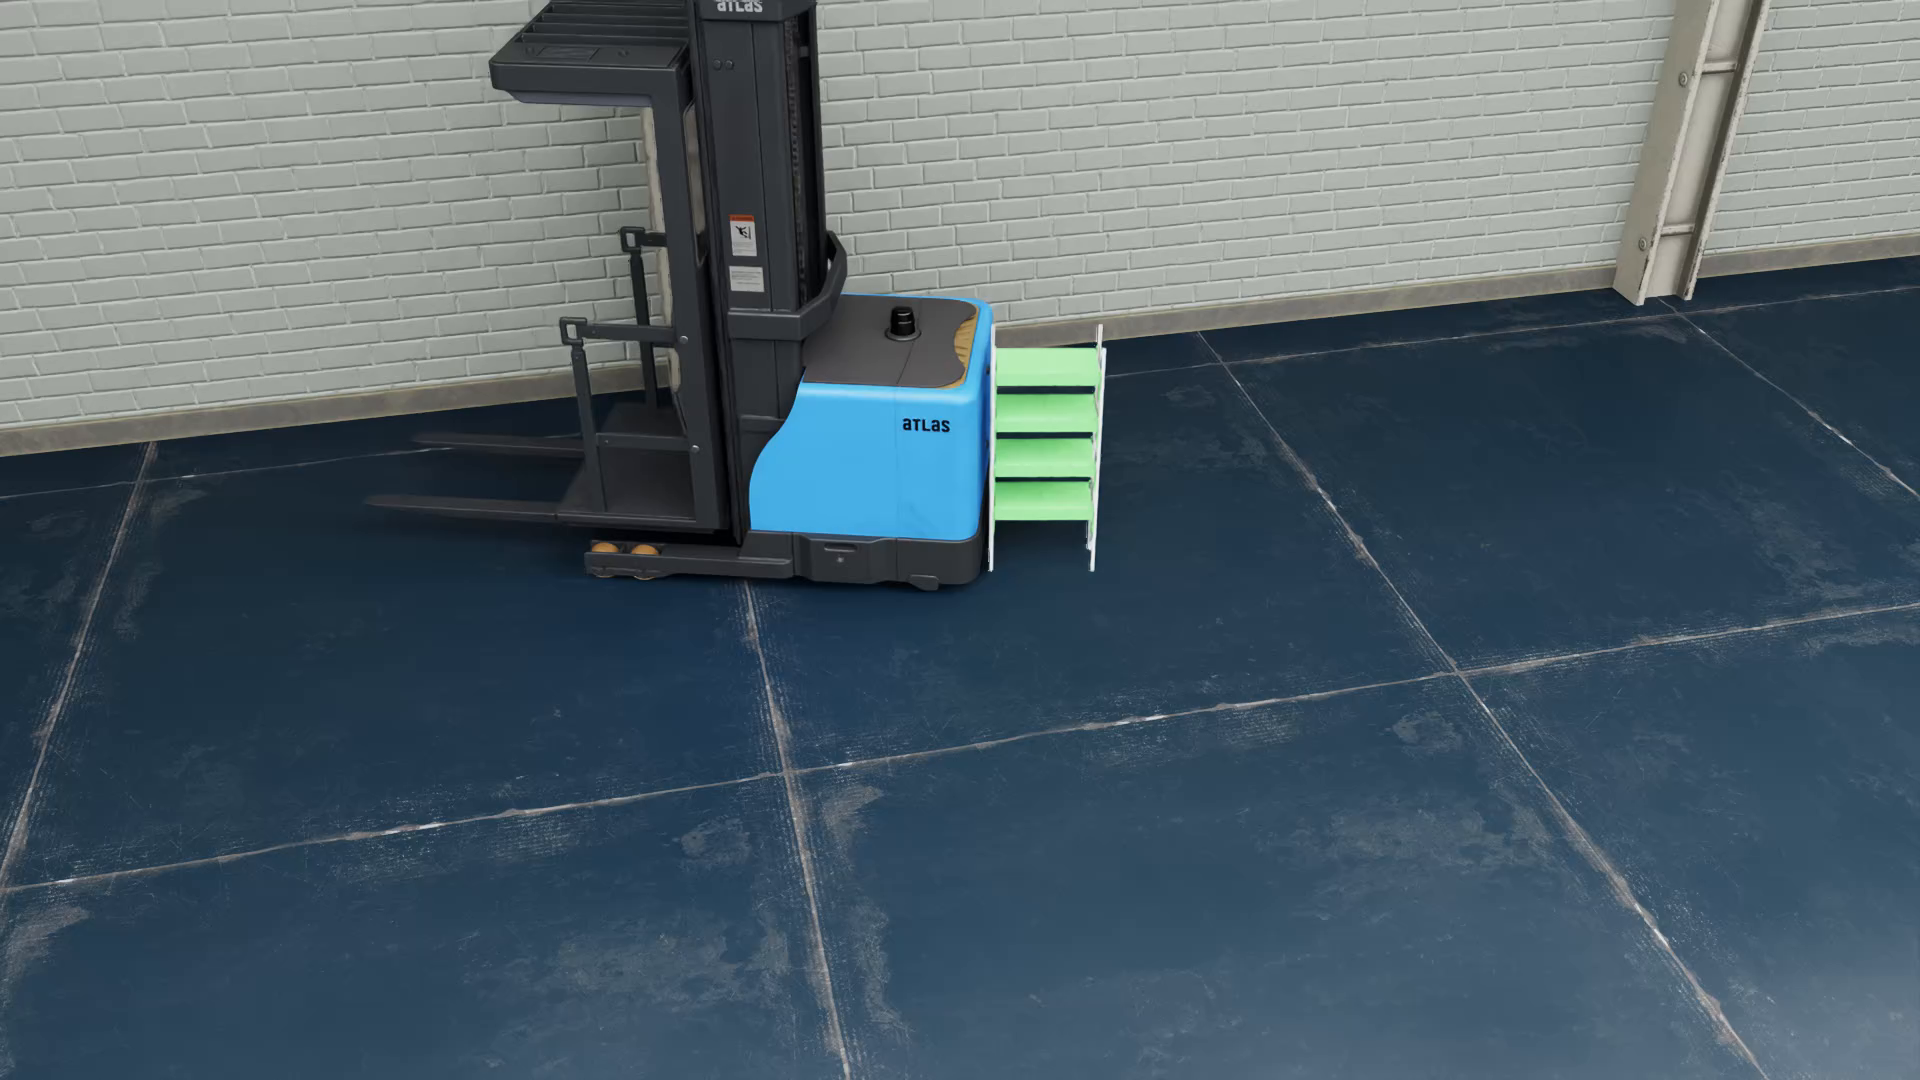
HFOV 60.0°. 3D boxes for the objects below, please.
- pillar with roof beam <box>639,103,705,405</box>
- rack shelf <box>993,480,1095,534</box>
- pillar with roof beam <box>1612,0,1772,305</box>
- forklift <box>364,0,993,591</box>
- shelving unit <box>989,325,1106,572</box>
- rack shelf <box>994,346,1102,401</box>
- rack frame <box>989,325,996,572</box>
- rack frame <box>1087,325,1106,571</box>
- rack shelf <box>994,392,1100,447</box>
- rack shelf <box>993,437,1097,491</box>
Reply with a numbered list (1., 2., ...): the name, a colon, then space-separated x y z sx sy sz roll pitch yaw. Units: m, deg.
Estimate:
1. pillar with roof beam: -0.498 -2.241 3.513 0.400 9.000 9.100 -7 35 -11
2. rack shelf: 0.394 -0.161 7.958 0.480 0.148 0.258 0 34 0
3. pillar with roof beam: 5.354 -2.978 4.612 0.400 9.000 9.100 -7 35 -11
4. forklift: -1.375 -1.315 7.579 3.031 2.935 1.130 3 34 5
5. shelving unit: 0.394 -0.413 7.789 0.503 1.200 0.258 0 34 0
6. rack shelf: 0.394 -0.759 7.557 0.480 0.148 0.258 0 34 0
7. rack frame: 0.150 -0.412 7.788 0.015 1.200 0.240 0 34 0
8. rack frame: 0.638 -0.414 7.790 0.015 1.200 0.240 0 34 0
9. rack shelf: 0.394 -0.559 7.691 0.480 0.148 0.258 0 34 0
10. rack shelf: 0.394 -0.360 7.824 0.480 0.148 0.258 0 34 0
